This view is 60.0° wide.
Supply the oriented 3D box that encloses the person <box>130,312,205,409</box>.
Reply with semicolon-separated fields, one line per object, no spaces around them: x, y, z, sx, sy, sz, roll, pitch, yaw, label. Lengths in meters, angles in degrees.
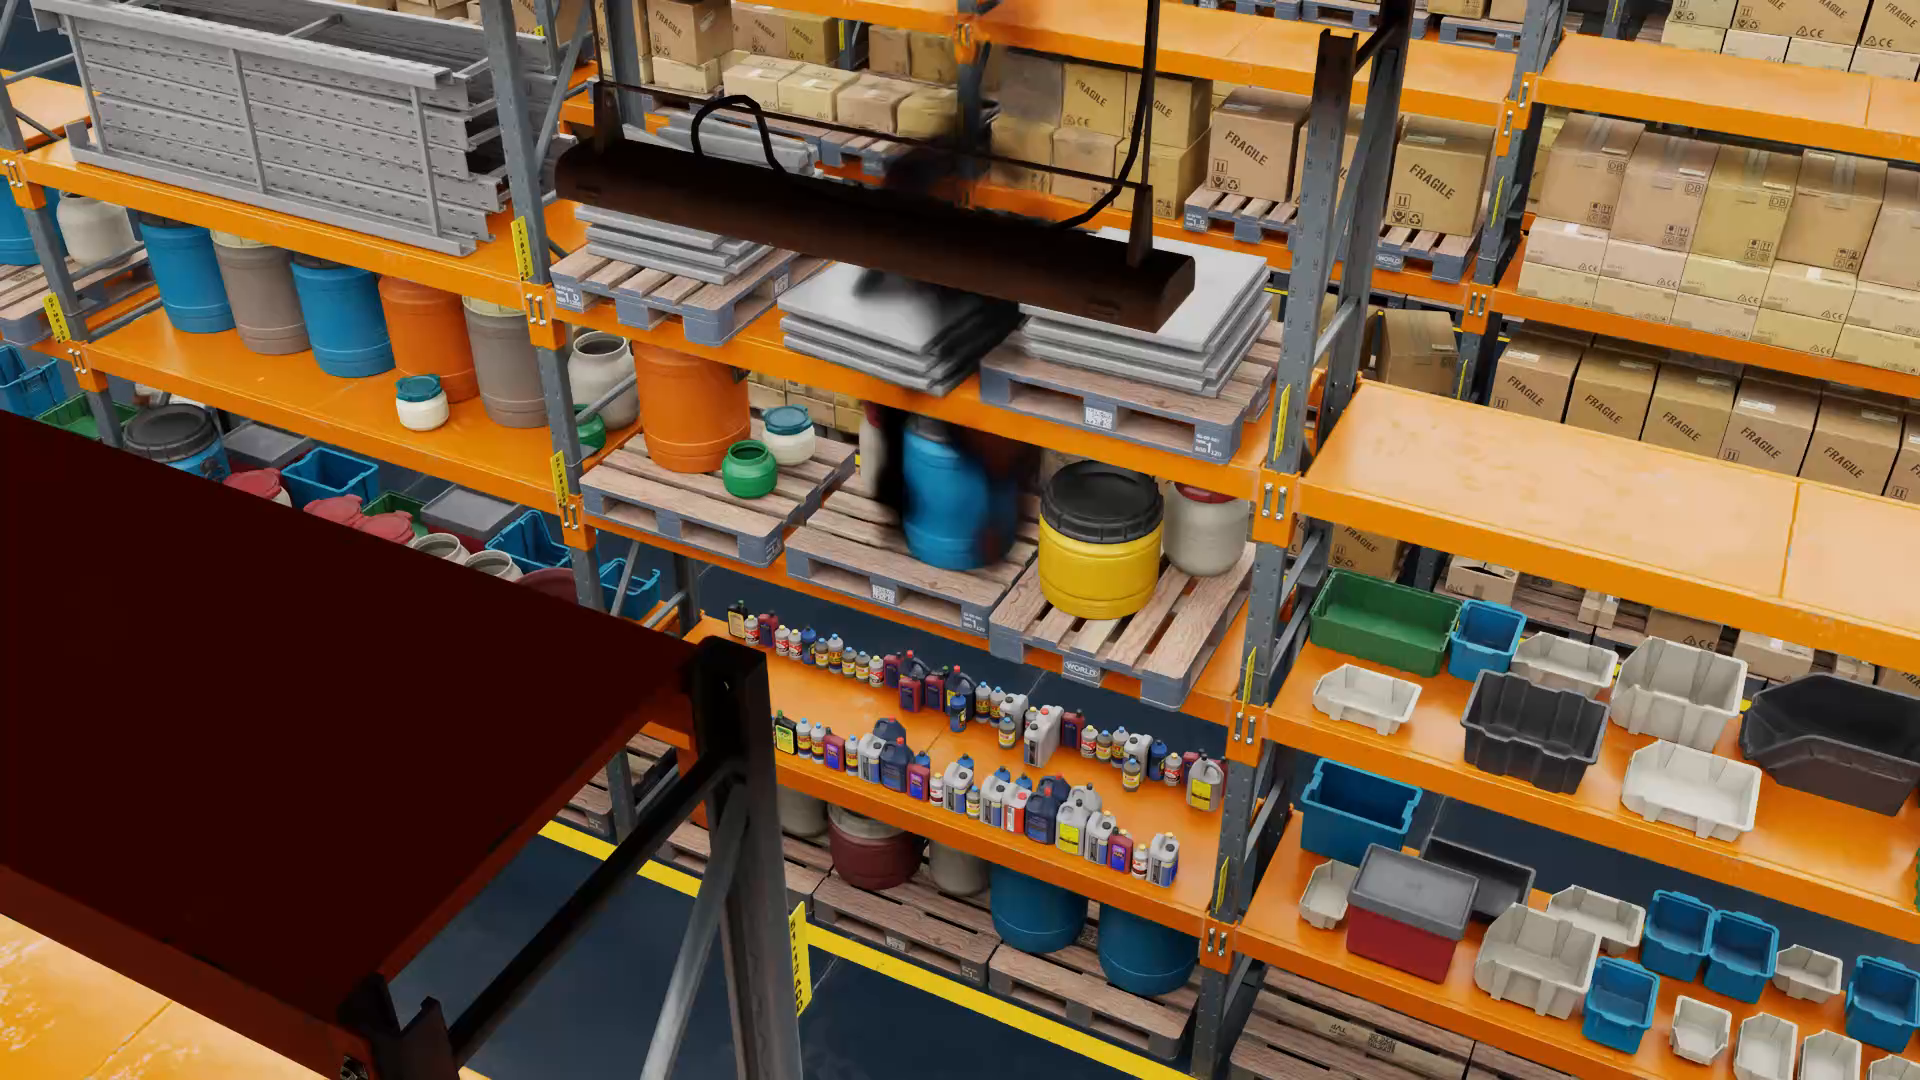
-6.615;-1.122;13.971;0.632;1.726;0.651;13;37;18;person
